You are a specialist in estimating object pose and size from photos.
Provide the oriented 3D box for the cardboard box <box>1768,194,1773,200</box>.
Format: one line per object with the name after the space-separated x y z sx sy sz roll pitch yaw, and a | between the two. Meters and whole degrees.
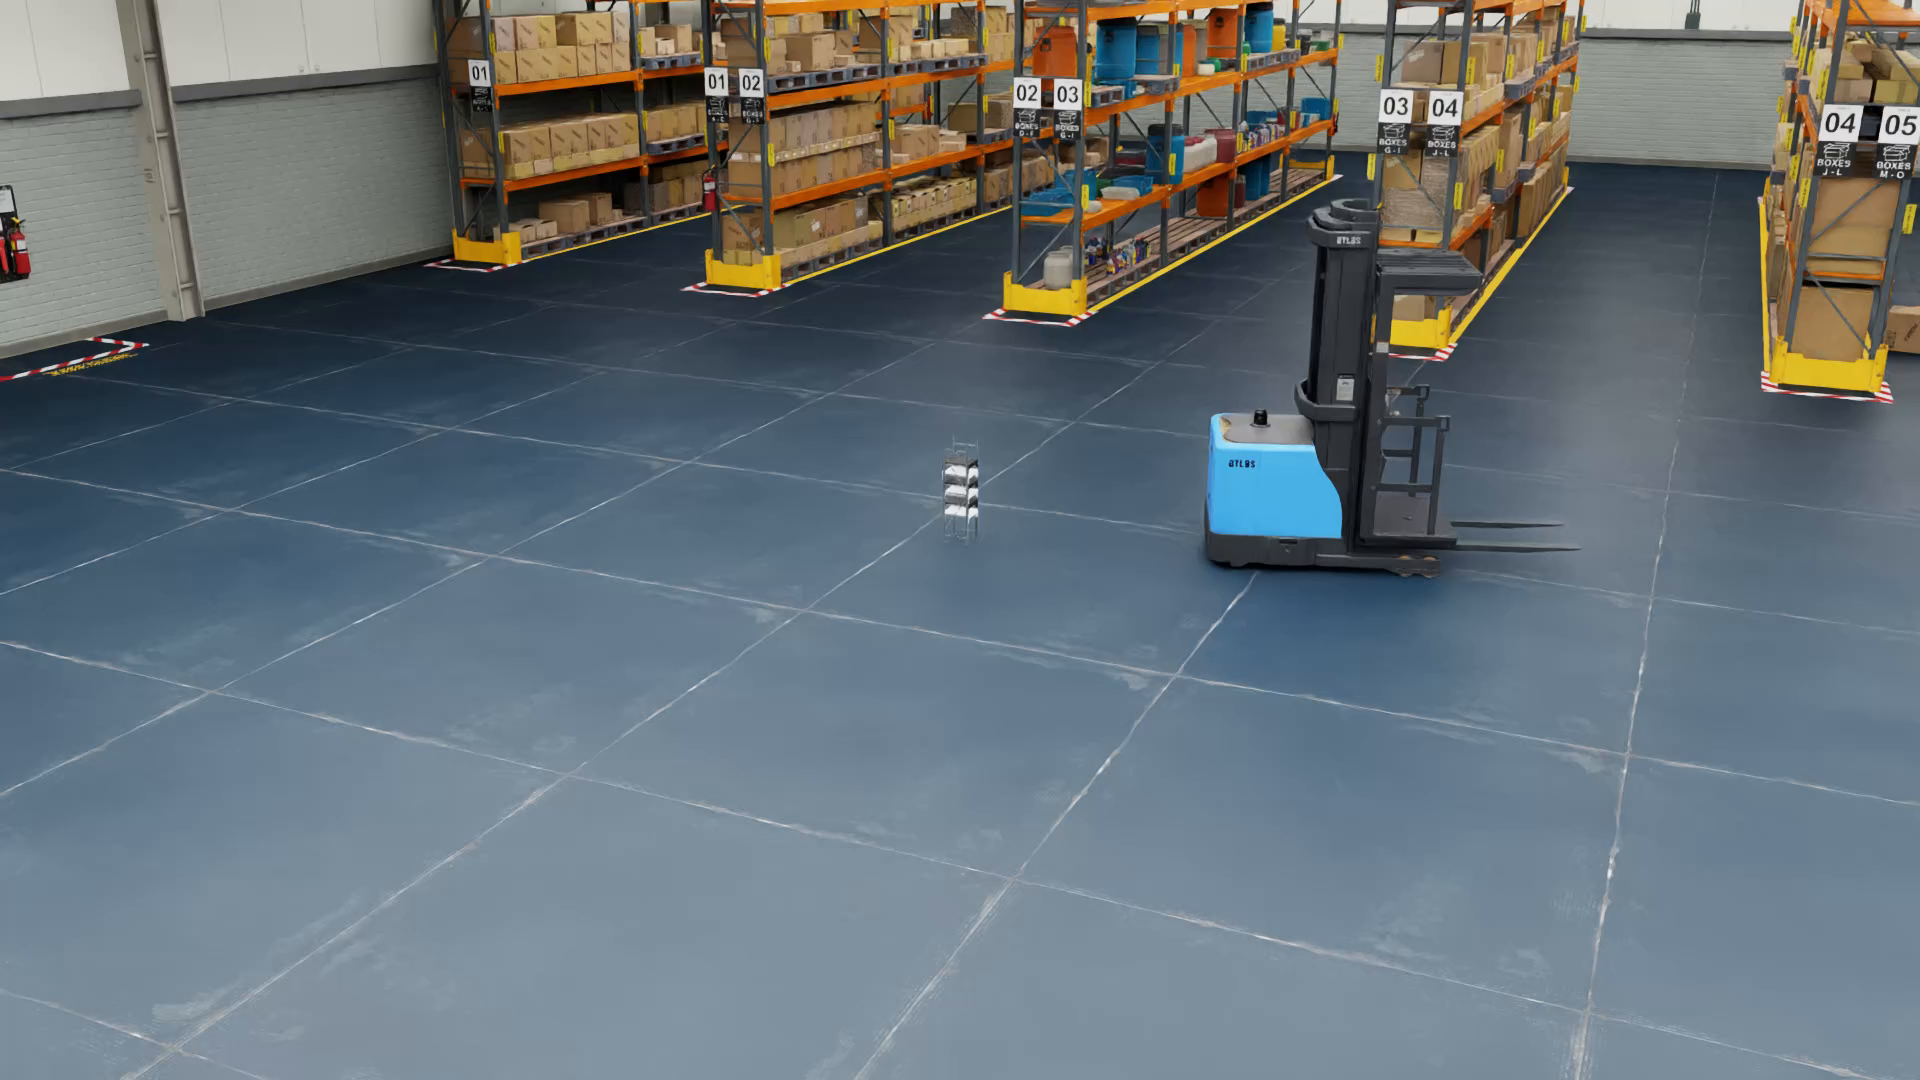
15.931 -6.660 32.348 0.380 0.149 0.250 9 21 23 | cardboard box

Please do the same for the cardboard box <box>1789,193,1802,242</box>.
11.183 -4.121 21.355 0.875 0.550 0.550 9 21 23 | cardboard box

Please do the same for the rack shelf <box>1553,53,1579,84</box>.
11.467 -9.327 32.817 1.077 0.370 4.000 9 21 23 | rack shelf

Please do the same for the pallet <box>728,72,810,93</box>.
-2.989 -6.918 25.100 1.003 0.211 1.213 9 21 23 | pallet

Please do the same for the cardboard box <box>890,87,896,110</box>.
-2.079 -10.432 38.877 0.980 0.700 0.700 7 21 20 | cardboard box

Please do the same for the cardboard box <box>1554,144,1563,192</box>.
11.724 -7.576 33.840 0.875 0.875 0.875 9 21 23 | cardboard box

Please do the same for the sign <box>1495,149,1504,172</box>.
7.870 -5.532 24.255 0.100 0.325 0.005 9 21 23 | sign

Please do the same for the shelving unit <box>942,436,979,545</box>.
0.003 -0.426 14.325 0.258 0.900 0.210 9 21 23 | shelving unit

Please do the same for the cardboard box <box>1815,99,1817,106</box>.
10.462 -5.261 19.908 0.380 0.149 0.250 8 21 22 | cardboard box

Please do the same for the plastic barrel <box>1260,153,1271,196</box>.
5.891 -7.366 33.211 0.600 0.901 0.708 9 21 23 | plastic barrel

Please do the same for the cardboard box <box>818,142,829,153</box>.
-2.314 -6.247 26.440 0.380 0.149 0.250 9 21 23 | cardboard box

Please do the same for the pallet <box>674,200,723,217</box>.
-5.369 -6.534 32.526 1.003 0.211 1.213 9 21 23 | pallet

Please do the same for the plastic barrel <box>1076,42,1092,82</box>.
1.567 -6.719 23.500 0.600 0.588 0.600 0 20 0 | plastic barrel

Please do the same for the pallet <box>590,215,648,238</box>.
-6.427 -5.711 30.213 1.003 0.211 1.213 9 21 23 | pallet

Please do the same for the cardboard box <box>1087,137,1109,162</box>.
3.252 -9.054 38.526 0.500 0.500 0.500 9 21 23 | cardboard box

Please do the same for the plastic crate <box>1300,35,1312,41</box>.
7.356 -10.816 36.125 0.497 0.269 0.590 9 21 23 | plastic crate

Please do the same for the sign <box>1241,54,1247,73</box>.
4.996 -8.389 29.261 0.100 0.325 0.005 9 21 23 | sign

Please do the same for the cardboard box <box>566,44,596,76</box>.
-6.577 -8.189 28.363 0.500 0.500 0.500 8 21 21 | cardboard box

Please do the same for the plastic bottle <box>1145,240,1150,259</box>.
2.958 -4.611 26.354 0.061 0.283 0.133 10 22 25 | plastic bottle

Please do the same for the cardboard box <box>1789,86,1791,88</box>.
15.507 -8.083 30.634 0.500 0.500 0.500 9 22 24 | cardboard box

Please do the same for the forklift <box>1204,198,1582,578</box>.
3.613 -1.261 13.641 3.031 2.935 1.130 2 20 5 | forklift

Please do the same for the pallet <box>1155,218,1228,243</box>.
4.139 -5.553 29.768 1.003 0.211 1.213 9 21 23 | pallet

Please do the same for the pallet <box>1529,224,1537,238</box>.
9.903 -5.707 30.202 1.003 0.211 1.213 9 21 23 | pallet

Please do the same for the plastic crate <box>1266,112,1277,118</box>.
6.704 -8.969 35.372 0.416 0.233 0.300 9 21 23 | plastic crate

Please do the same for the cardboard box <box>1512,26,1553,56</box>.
10.420 -9.121 30.387 0.700 0.500 0.500 9 22 24 | cardboard box

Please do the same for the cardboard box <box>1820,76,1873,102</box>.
10.163 -5.178 19.078 0.500 0.250 0.500 9 21 23 | cardboard box

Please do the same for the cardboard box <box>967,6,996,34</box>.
0.367 -9.999 31.990 0.500 0.500 0.500 9 21 23 | cardboard box

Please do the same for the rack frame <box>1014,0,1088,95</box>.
1.216 -7.479 22.070 1.000 3.000 0.127 9 21 23 | rack frame

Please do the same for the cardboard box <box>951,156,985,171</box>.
0.162 -7.498 33.030 0.500 0.250 0.500 9 22 25 | cardboard box

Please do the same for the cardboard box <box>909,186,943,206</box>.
-0.639 -6.285 30.306 0.500 0.311 0.500 9 22 24 | cardboard box

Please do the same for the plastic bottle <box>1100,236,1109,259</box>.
2.276 -4.625 26.295 0.144 0.351 0.185 9 21 23 | plastic bottle

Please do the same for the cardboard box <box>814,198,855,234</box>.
-2.071 -5.336 27.353 0.500 0.500 0.500 9 21 23 | cardboard box

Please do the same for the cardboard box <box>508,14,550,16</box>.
-7.236 -8.590 27.997 0.500 0.500 0.500 9 21 23 | cardboard box

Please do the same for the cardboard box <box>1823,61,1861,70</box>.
10.255 -5.481 19.338 0.380 0.149 0.250 9 21 24 | cardboard box

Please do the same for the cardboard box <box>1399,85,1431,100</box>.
5.777 -5.695 21.158 0.380 0.149 0.250 8 21 21 | cardboard box

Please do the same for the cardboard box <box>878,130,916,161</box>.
-1.119 -6.997 29.518 0.500 0.500 0.500 10 22 27 | cardboard box

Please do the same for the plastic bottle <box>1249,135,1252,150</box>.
5.415 -7.440 31.104 0.097 0.271 0.097 0 20 0 | plastic bottle

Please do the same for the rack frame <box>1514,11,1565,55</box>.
10.648 -10.468 30.474 1.000 3.000 0.127 9 21 23 | rack frame

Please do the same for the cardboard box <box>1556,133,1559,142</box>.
11.498 -7.888 32.547 0.380 0.149 0.250 8 21 22 | cardboard box

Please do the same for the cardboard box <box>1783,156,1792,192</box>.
13.064 -5.654 25.742 0.500 0.500 0.500 9 21 23 | cardboard box

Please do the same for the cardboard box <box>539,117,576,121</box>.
-6.992 -7.103 29.039 0.500 0.500 0.500 9 22 24 | cardboard box

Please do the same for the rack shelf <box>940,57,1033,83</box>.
0.793 -9.465 33.204 1.077 0.370 4.000 9 21 23 | rack shelf

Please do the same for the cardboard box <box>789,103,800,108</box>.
-3.687 -9.078 34.896 0.500 0.500 0.500 8 21 22 | cardboard box

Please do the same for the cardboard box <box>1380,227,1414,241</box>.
5.663 -3.970 21.531 0.380 0.149 0.250 9 21 23 | cardboard box

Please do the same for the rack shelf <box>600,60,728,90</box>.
-5.366 -8.921 31.673 1.077 0.370 4.000 9 21 23 | rack shelf

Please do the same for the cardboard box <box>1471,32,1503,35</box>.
8.583 -8.006 27.133 0.500 0.500 0.500 9 21 23 | cardboard box

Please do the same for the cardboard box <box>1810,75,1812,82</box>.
12.161 -6.480 23.184 0.500 0.250 0.500 8 21 22 | cardboard box

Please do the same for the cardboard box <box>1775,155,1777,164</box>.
13.590 -6.231 27.261 0.380 0.149 0.250 8 21 22 | cardboard box

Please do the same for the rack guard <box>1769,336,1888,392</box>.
10.208 -2.077 19.562 1.175 0.500 0.348 9 21 23 | rack guard

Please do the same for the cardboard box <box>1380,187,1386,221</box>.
6.080 -4.494 22.036 0.875 0.500 0.500 9 21 23 | cardboard box

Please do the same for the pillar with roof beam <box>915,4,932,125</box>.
2.973 -14.083 40.639 9.100 9.000 0.400 9 21 23 | pillar with roof beam

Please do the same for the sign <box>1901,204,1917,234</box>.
10.722 -3.629 18.786 0.100 0.325 0.005 9 21 23 | sign

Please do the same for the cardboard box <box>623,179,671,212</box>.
-5.898 -6.492 31.320 0.700 0.500 0.500 9 22 25 | cardboard box

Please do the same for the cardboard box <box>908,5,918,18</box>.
-1.322 -12.583 39.226 0.500 0.500 0.500 8 21 23 | cardboard box

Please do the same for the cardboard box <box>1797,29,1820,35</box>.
15.602 -9.308 30.573 0.380 0.149 0.250 8 21 22 | cardboard box

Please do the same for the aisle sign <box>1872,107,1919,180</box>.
10.463 -4.424 18.552 0.394 0.787 0.004 9 21 23 | aisle sign
